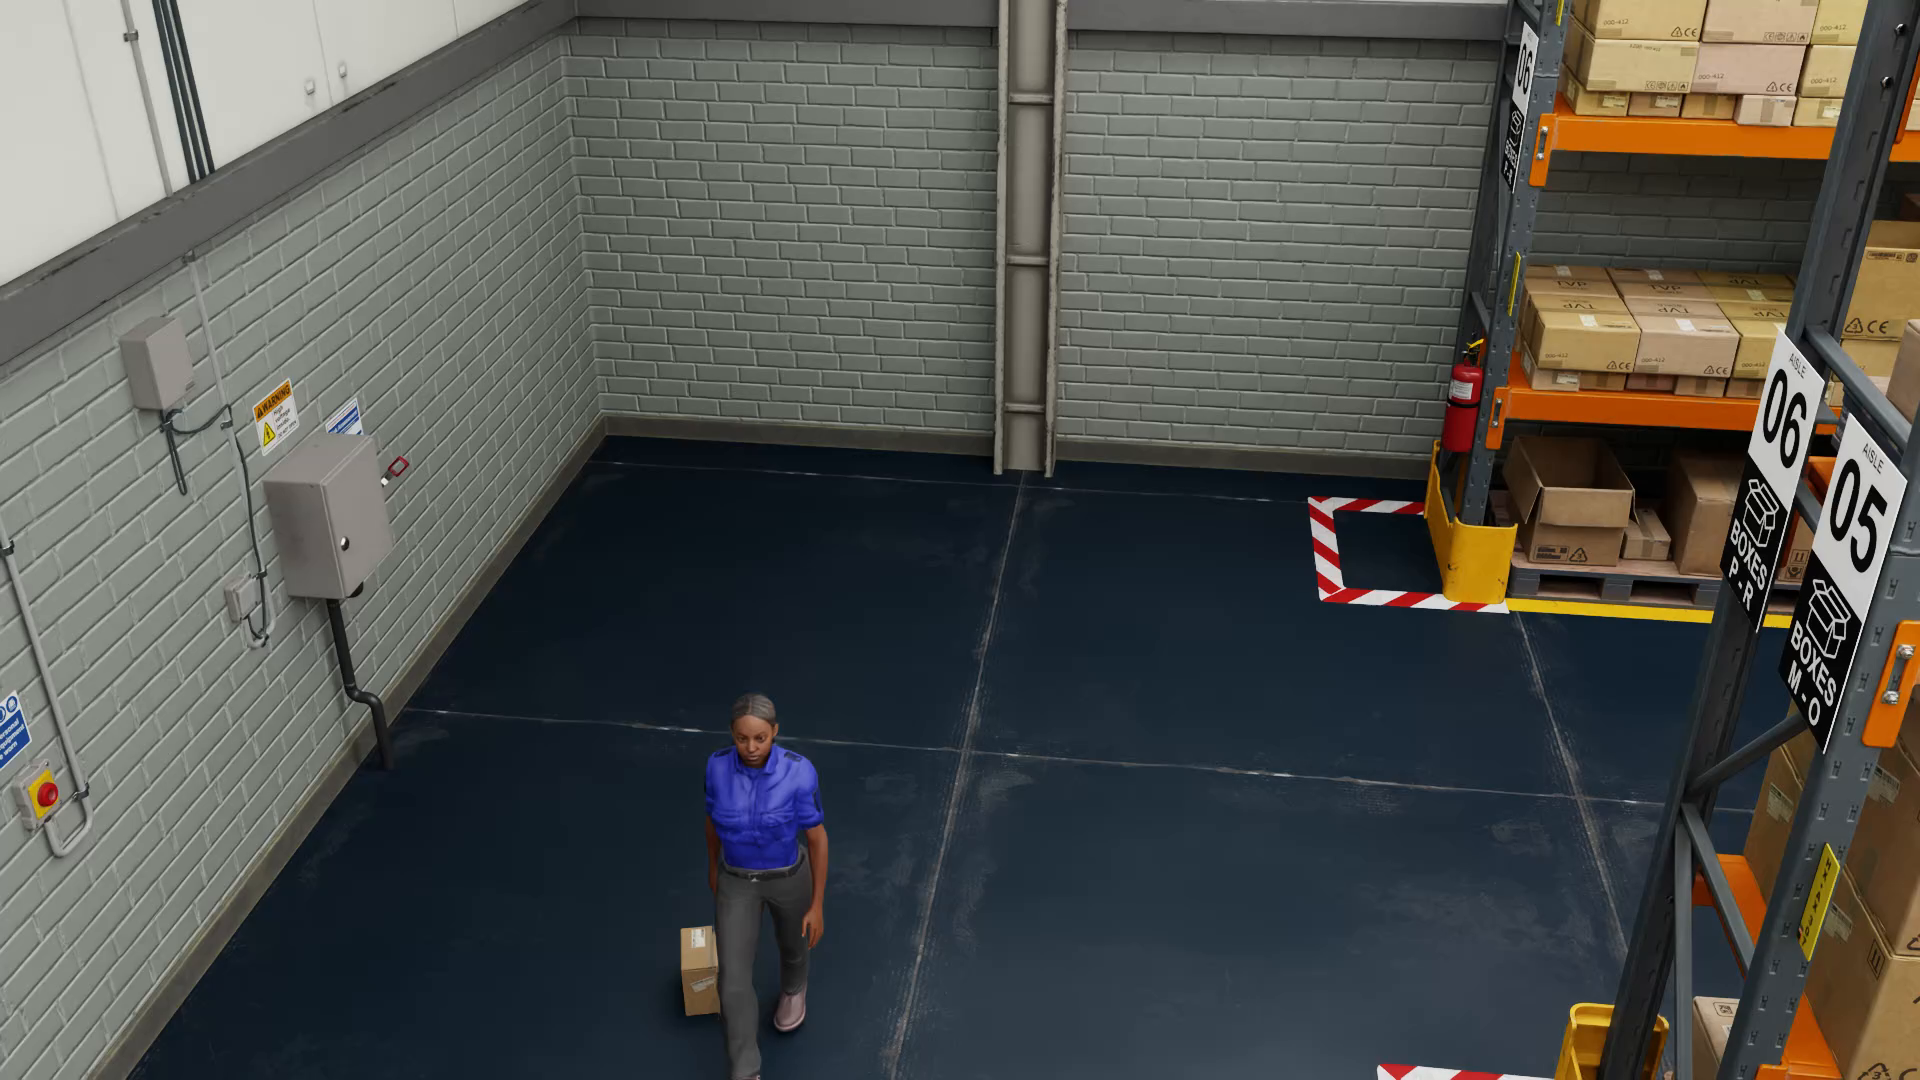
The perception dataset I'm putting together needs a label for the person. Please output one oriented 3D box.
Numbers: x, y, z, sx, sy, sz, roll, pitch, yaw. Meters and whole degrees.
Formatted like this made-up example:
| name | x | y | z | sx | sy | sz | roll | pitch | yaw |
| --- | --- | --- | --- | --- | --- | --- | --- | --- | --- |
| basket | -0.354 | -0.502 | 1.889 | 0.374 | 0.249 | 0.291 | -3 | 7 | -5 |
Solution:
| name | x | y | z | sx | sy | sz | roll | pitch | yaw |
| --- | --- | --- | --- | --- | --- | --- | --- | --- | --- |
| person | -0.727 | 1.334 | 6.182 | 0.488 | 1.667 | 0.806 | 0 | 29 | 1 |
